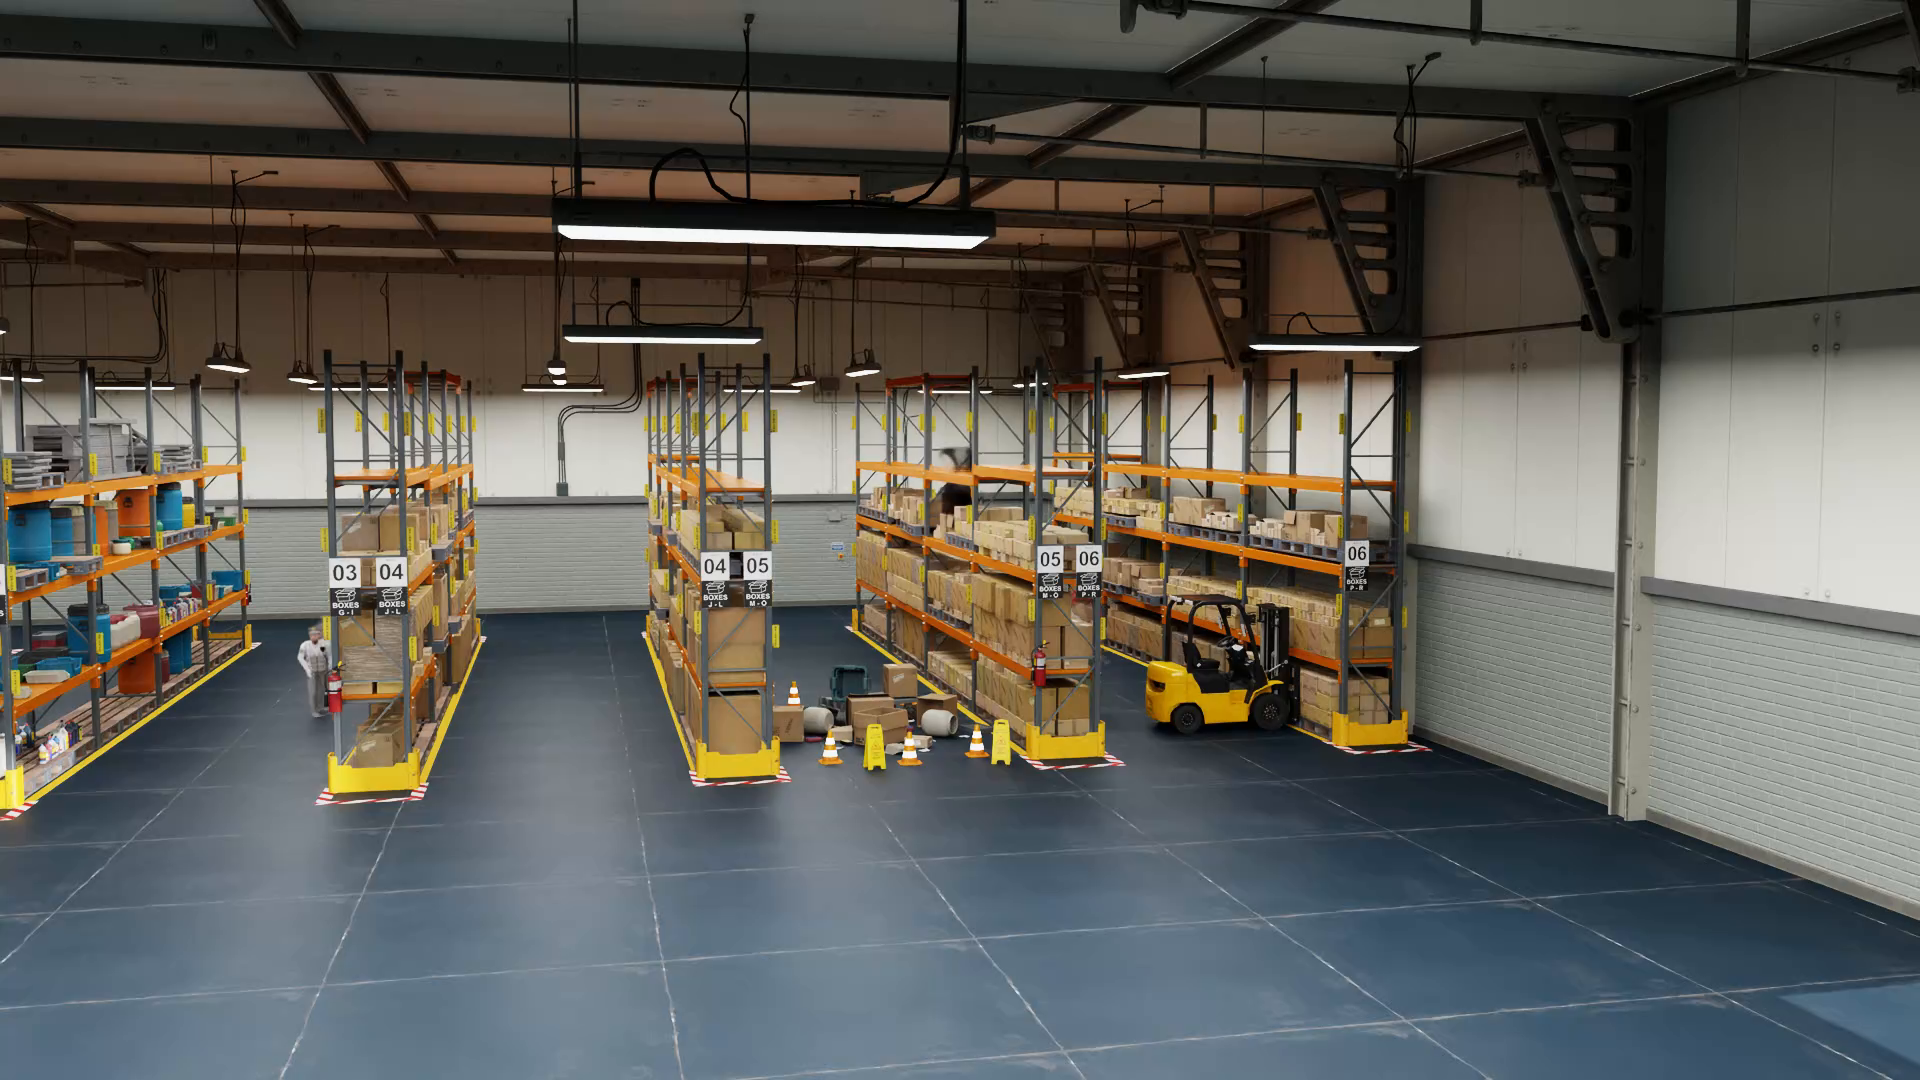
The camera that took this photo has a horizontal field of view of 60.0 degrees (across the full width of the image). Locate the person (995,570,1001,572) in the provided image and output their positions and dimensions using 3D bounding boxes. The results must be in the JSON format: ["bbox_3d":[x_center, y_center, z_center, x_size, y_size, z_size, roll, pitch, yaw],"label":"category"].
[{"bbox_3d":[0.999,1.502,38.951,0.545,1.620,0.620,4,5,44],"label":"person"}]

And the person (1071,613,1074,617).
[{"bbox_3d":[1.826,1.904,31.499,0.660,1.796,0.994,-1,4,-10],"label":"person"}]

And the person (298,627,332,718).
[{"bbox_3d":[-11.013,2.233,28.441,0.594,1.584,0.790,-2,5,-30],"label":"person"}]
